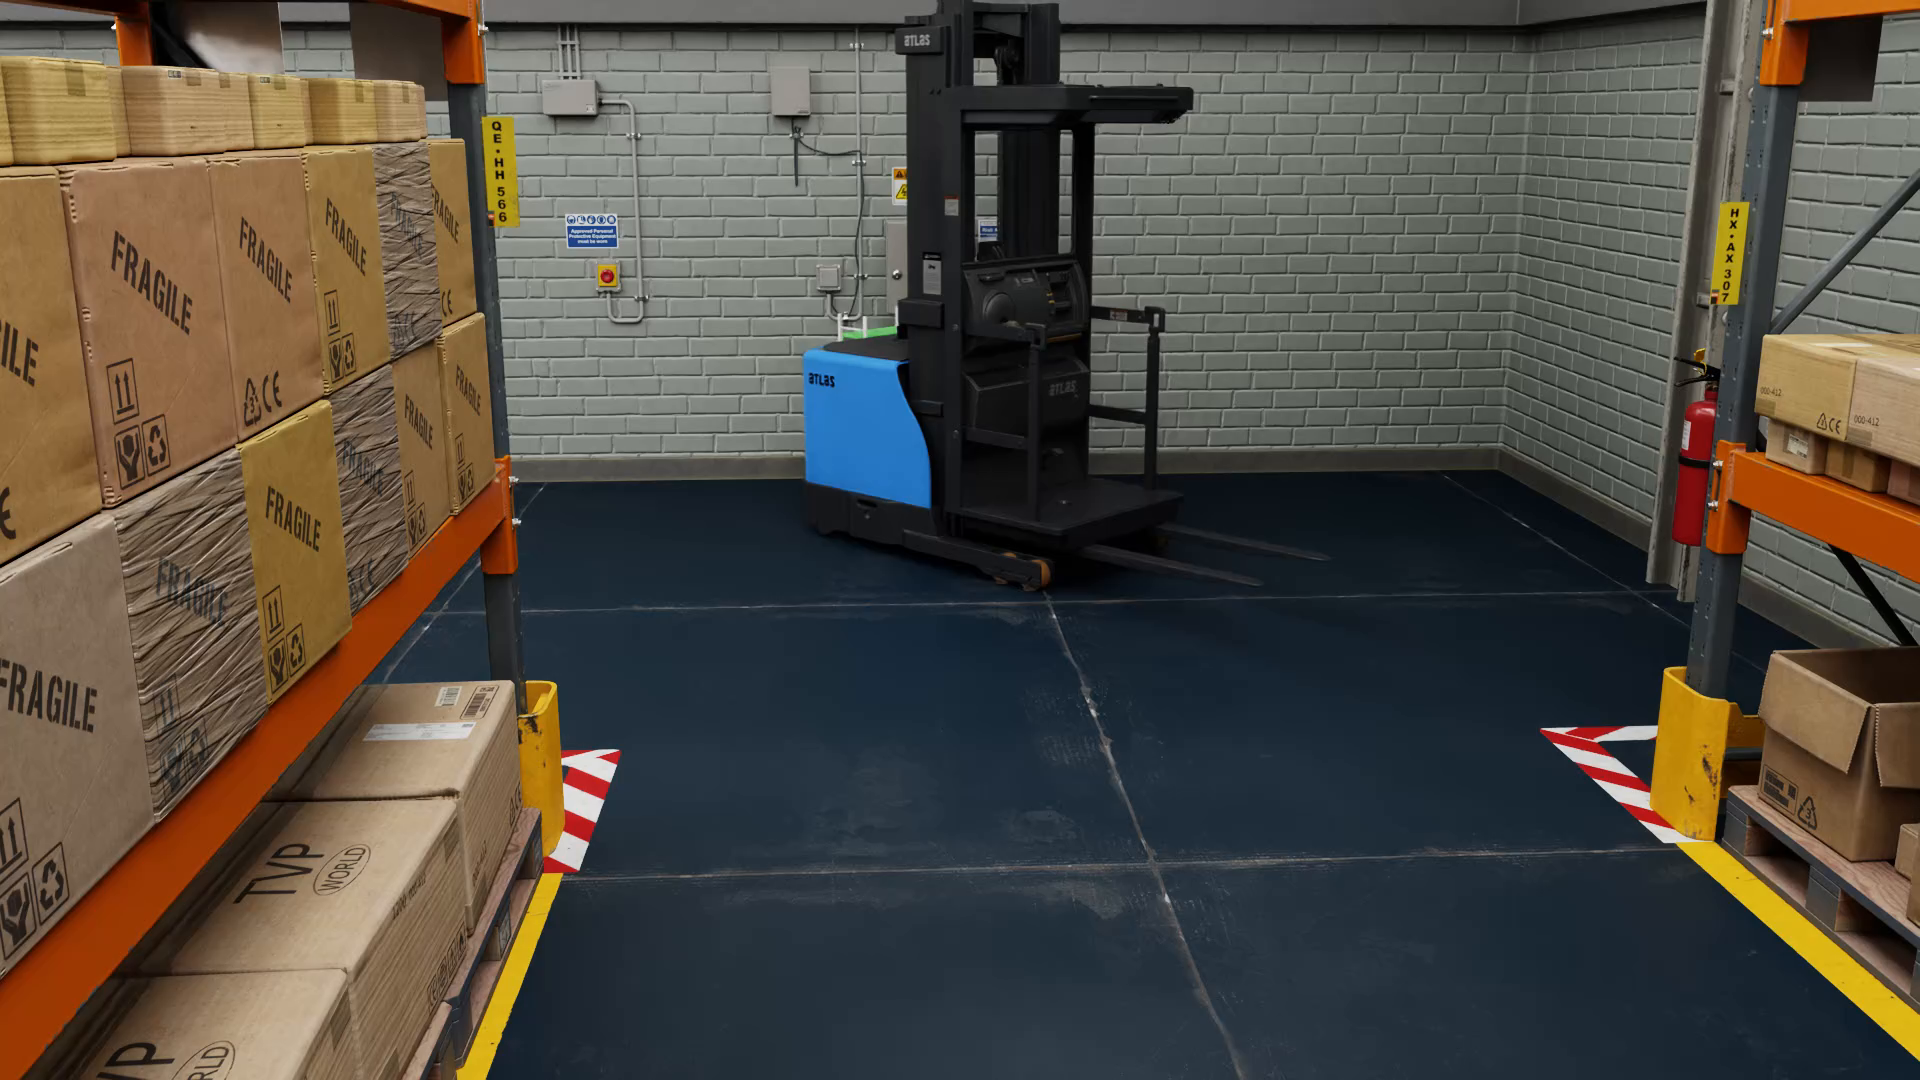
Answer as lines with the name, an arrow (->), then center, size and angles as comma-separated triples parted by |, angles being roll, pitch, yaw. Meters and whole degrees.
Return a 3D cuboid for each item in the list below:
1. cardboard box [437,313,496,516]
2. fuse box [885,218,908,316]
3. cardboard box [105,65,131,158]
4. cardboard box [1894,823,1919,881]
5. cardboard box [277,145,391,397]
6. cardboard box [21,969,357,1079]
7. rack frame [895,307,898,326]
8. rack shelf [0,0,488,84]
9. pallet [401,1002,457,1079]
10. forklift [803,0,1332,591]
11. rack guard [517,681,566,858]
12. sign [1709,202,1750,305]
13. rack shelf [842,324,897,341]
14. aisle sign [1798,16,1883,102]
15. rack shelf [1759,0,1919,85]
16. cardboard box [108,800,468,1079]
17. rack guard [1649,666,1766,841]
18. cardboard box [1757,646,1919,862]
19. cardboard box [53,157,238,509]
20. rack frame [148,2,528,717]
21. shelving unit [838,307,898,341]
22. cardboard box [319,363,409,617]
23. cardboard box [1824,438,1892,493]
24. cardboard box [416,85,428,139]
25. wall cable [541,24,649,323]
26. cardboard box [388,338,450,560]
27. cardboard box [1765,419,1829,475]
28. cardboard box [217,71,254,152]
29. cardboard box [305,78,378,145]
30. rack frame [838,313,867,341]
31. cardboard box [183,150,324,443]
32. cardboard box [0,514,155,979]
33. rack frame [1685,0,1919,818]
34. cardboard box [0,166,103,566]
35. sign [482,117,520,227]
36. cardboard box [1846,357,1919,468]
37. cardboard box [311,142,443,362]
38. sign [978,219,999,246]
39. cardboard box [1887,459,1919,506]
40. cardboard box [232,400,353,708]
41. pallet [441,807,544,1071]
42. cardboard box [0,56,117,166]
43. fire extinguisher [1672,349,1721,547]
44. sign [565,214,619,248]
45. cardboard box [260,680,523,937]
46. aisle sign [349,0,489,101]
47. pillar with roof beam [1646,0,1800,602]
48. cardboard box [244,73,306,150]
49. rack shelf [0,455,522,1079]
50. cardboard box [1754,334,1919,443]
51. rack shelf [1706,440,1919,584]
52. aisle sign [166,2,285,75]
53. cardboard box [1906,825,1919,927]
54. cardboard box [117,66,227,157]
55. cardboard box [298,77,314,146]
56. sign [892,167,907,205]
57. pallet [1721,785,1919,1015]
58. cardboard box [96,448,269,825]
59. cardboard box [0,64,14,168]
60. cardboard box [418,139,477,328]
cardboard box -> -1.640, -0.365, 4.724 | 0.500, 0.500, 0.500 | -1, 14, -3
fuse box -> -0.202, -1.207, 10.782 | 0.539, 1.711, 0.414 | -1, 14, -3
cardboard box -> -1.576, -0.684, 2.655 | 0.380, 0.149, 0.250 | -1, 14, -4
cardboard box -> 2.950, 0.927, 4.782 | 0.380, 0.149, 0.250 | -1, 15, -6
cardboard box -> -1.578, -0.596, 3.617 | 0.500, 0.500, 0.500 | -1, 14, -4
cardboard box -> -1.675, 1.219, 3.066 | 0.875, 0.438, 0.875 | -1, 14, -5
rack frame -> -0.312, -0.853, 10.433 | 0.240, 1.200, 0.015 | 13, 19, 41
rack shelf -> -1.811, -1.039, 2.970 | 1.077, 0.370, 4.000 | -1, 14, -3
pallet -> -1.734, 1.418, 3.590 | 1.003, 0.211, 1.213 | -1, 14, -3
forklift -> 0.514, -1.304, 8.711 | 3.031, 2.935, 1.130 | 13, 19, 41
rack guard -> -1.936, 0.772, 5.522 | 1.175, 0.500, 0.348 | -1, 14, -3
sign -> 2.478, -0.921, 5.348 | 0.100, 0.325, 0.005 | -1, 14, -3
rack shelf -> -0.477, -1.211, 10.156 | 0.258, 0.148, 0.480 | 13, 19, 41
aisle sign -> 2.722, -1.781, 5.213 | 0.394, 0.787, 0.004 | -1, 14, -3
rack shelf -> 3.143, -1.117, 3.271 | 1.077, 0.370, 4.000 | -1, 14, -3
cardboard box -> -1.729, 0.995, 3.938 | 0.875, 0.438, 0.875 | 0, 14, -2
rack guard -> 3.024, 0.719, 5.727 | 1.175, 0.500, 0.348 | -1, 14, -3
cardboard box -> 2.963, 0.649, 5.151 | 0.797, 0.503, 0.637 | -1, 15, -6
cardboard box -> -1.520, -0.346, 2.643 | 0.500, 0.500, 0.500 | -1, 14, -2
rack frame -> -1.935, -0.432, 5.187 | 1.000, 3.000, 0.127 | -1, 14, -3
shelving unit -> -0.477, -0.808, 10.260 | 0.258, 1.200, 0.503 | 13, 19, 41
cardboard box -> -1.583, -0.112, 3.742 | 0.500, 0.500, 0.500 | 0, 14, -2
cardboard box -> 2.828, -0.240, 4.943 | 0.380, 0.149, 0.250 | -1, 14, -2
cardboard box -> -1.712, -1.193, 4.635 | 0.380, 0.149, 0.250 | -1, 14, -3
wall cable -> -2.307, -2.342, 10.506 | 0.585, 1.953, 0.123 | -1, 14, -3
cardboard box -> -1.624, -0.240, 4.238 | 0.500, 0.500, 0.500 | -1, 14, -5
cardboard box -> 2.766, -0.302, 5.186 | 0.380, 0.149, 0.250 | -1, 14, -4
cardboard box -> -1.581, -0.811, 3.150 | 0.380, 0.149, 0.250 | 0, 14, -2
cardboard box -> -1.598, -1.004, 3.900 | 0.380, 0.149, 0.250 | -1, 14, -2
rack frame -> -0.643, -0.764, 10.087 | 0.240, 1.200, 0.015 | 13, 19, 41
cardboard box -> -1.549, -0.471, 3.131 | 0.500, 0.500, 0.500 | -1, 14, -4
cardboard box -> -1.482, 0.268, 2.264 | 0.500, 0.500, 0.500 | -1, 14, -3
rack frame -> 3.019, -0.510, 5.489 | 1.000, 3.000, 0.127 | -1, 14, -3
cardboard box -> -1.500, -0.218, 2.147 | 0.500, 0.500, 0.500 | -1, 14, -4
sign -> -1.392, -1.113, 5.033 | 0.100, 0.325, 0.005 | -1, 14, -3
cardboard box -> 2.810, -0.339, 4.528 | 0.500, 0.250, 0.500 | -1, 14, -3
cardboard box -> -1.605, -0.719, 4.095 | 0.500, 0.500, 0.500 | -1, 14, -3
sign -> 0.279, -1.844, 10.863 | 0.329, 0.494, 0.001 | -1, 14, -3
cardboard box -> 2.879, -0.175, 4.691 | 0.380, 0.149, 0.250 | -1, 14, -4
cardboard box -> -1.538, 0.016, 3.243 | 0.500, 0.500, 0.500 | 0, 14, -2
pallet -> -1.807, 1.116, 4.767 | 1.003, 0.211, 1.213 | -1, 14, -3
cardboard box -> -1.479, -0.623, 2.417 | 0.380, 0.149, 0.250 | -1, 14, -5
fire extinguisher -> 2.549, -0.321, 5.659 | 0.296, 0.674, 0.183 | -1, 14, -3
sign -> -2.359, -1.980, 10.659 | 0.327, 0.218, 0.001 | -1, 14, -3
cardboard box -> -1.794, 0.768, 4.822 | 0.875, 0.438, 0.875 | -1, 14, -5
aisle sign -> -1.630, -1.714, 4.952 | 0.394, 0.787, 0.004 | -1, 14, -3
pillar with roof beam -> -0.545, -4.033, 7.143 | 9.100, 9.000, 0.400 | -1, 14, -3
cardboard box -> -1.579, -0.877, 3.404 | 0.380, 0.149, 0.250 | -1, 14, -2
rack shelf -> -1.811, 0.413, 3.344 | 1.077, 0.370, 4.000 | -1, 14, -3
cardboard box -> 2.779, -0.464, 5.016 | 0.500, 0.250, 0.500 | -1, 14, -3
rack shelf -> 3.143, 0.336, 3.645 | 1.077, 0.370, 4.000 | -1, 14, -3
aisle sign -> -2.228, -1.705, 4.916 | 0.394, 0.787, 0.004 | -1, 14, -3
cardboard box -> 2.977, 0.864, 4.322 | 0.700, 0.500, 0.500 | 0, 14, -1
cardboard box -> -1.523, -0.746, 2.897 | 0.380, 0.149, 0.250 | -1, 14, -3
cardboard box -> -1.653, -0.938, 3.643 | 0.380, 0.149, 0.250 | -1, 14, -4
sign -> -0.270, -2.281, 10.715 | 0.339, 0.242, 0.001 | -1, 14, -3
pallet -> 3.074, 1.058, 4.992 | 1.003, 0.211, 1.213 | -1, 14, -3
cardboard box -> -1.506, 0.144, 2.745 | 0.500, 0.500, 0.500 | -1, 14, -3
cardboard box -> -1.491, -0.556, 2.159 | 0.380, 0.149, 0.250 | -1, 14, -4
cardboard box -> -1.667, -0.849, 4.599 | 0.500, 0.500, 0.500 | 0, 14, -2
